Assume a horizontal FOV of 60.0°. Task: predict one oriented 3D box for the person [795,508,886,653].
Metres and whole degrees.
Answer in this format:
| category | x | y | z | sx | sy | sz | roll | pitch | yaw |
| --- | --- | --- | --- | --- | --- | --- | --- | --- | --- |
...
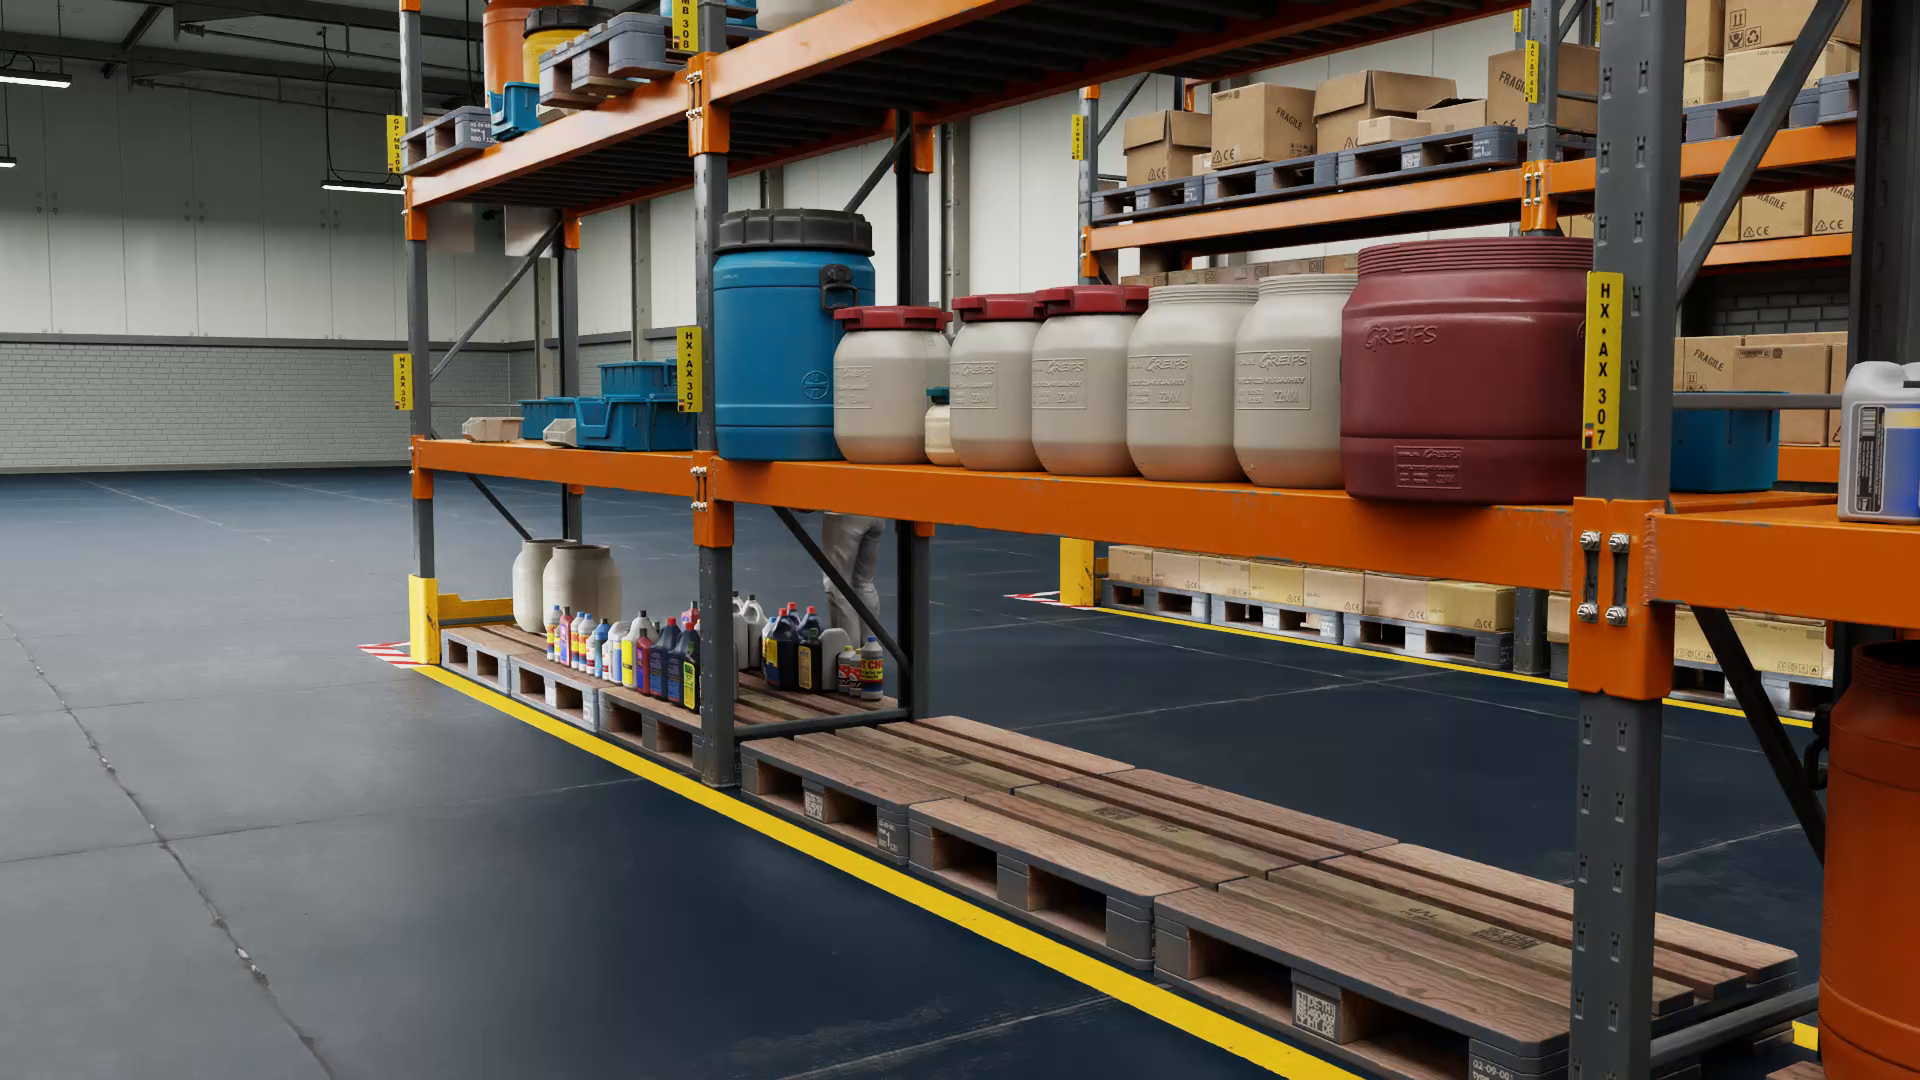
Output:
| category | x | y | z | sx | sy | sz | roll | pitch | yaw |
| --- | --- | --- | --- | --- | --- | --- | --- | --- | --- |
| person | -0.670 | -0.142 | 9.476 | 0.577 | 1.761 | 0.502 | 3 | 6 | 37 |
